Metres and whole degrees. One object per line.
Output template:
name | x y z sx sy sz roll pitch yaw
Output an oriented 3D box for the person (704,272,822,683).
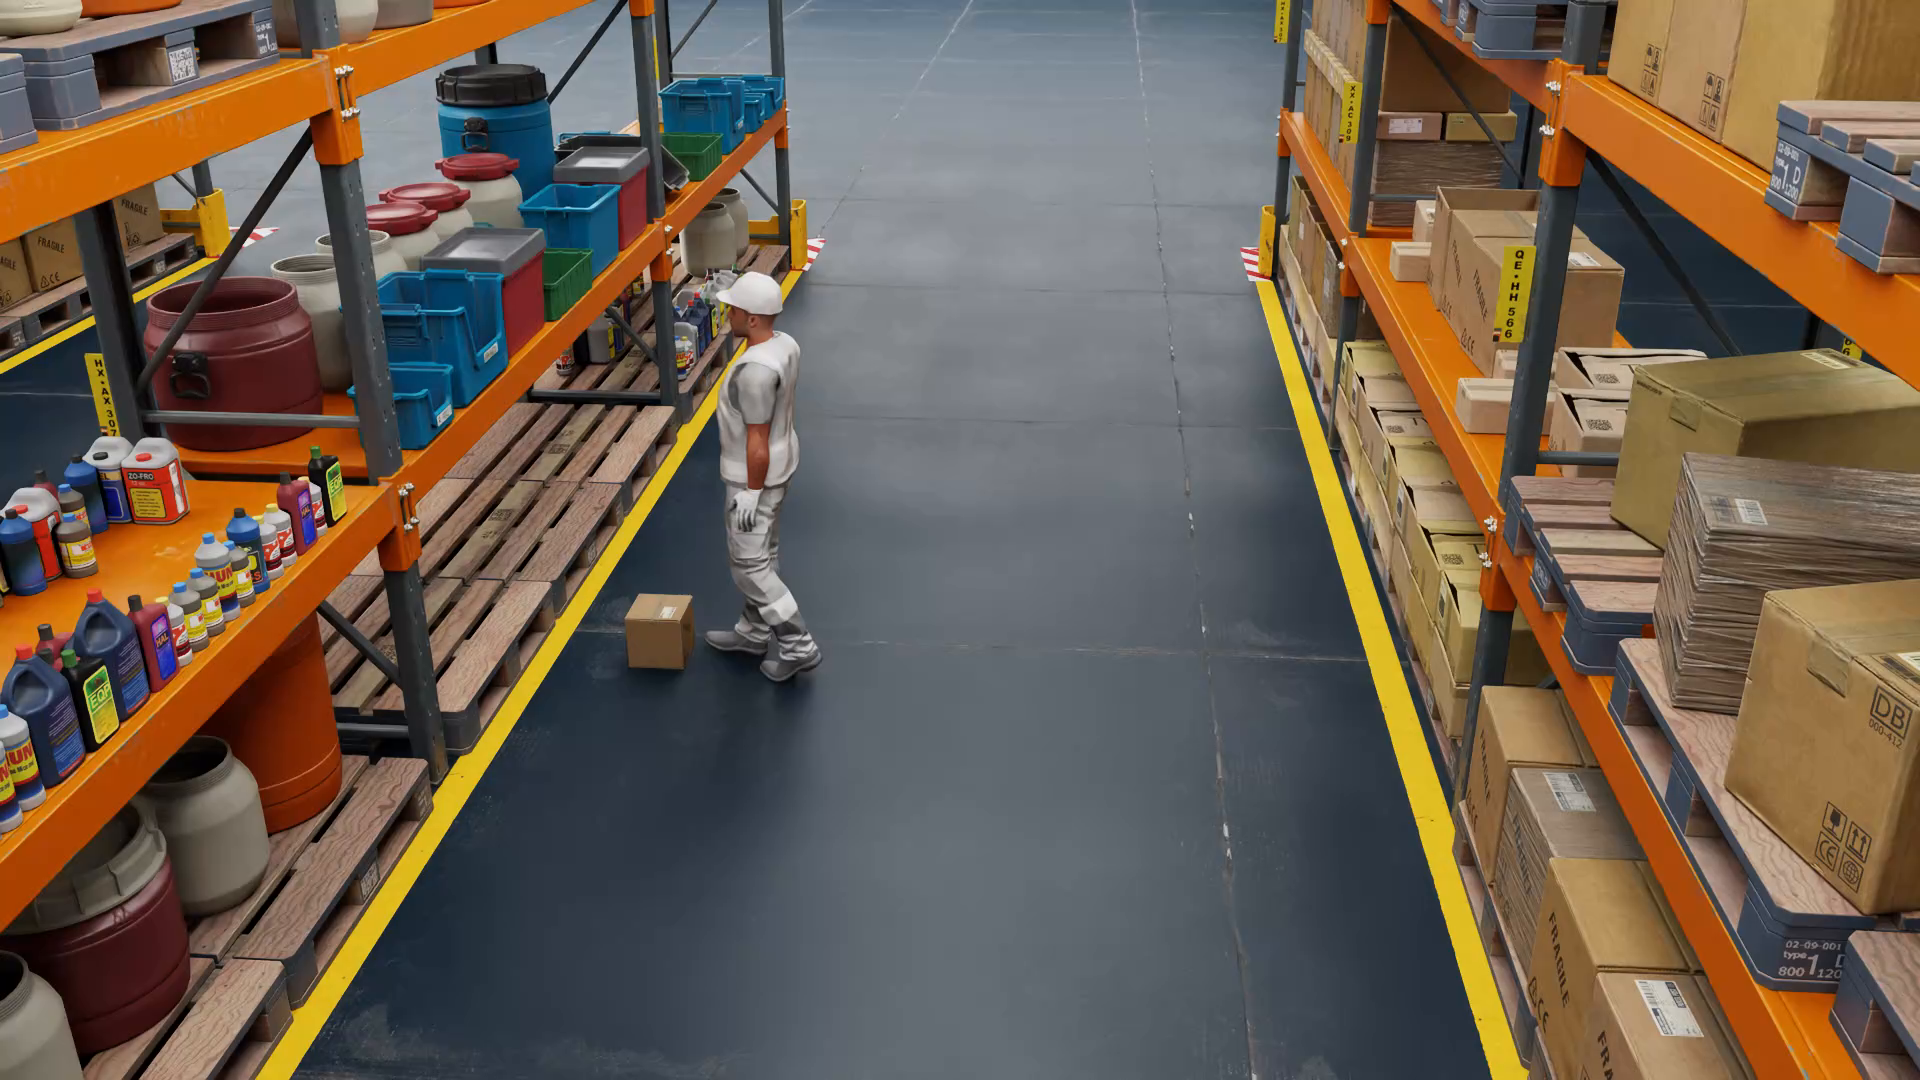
person | -0.879 -0.281 7.181 0.609 1.795 0.567 4 25 9
